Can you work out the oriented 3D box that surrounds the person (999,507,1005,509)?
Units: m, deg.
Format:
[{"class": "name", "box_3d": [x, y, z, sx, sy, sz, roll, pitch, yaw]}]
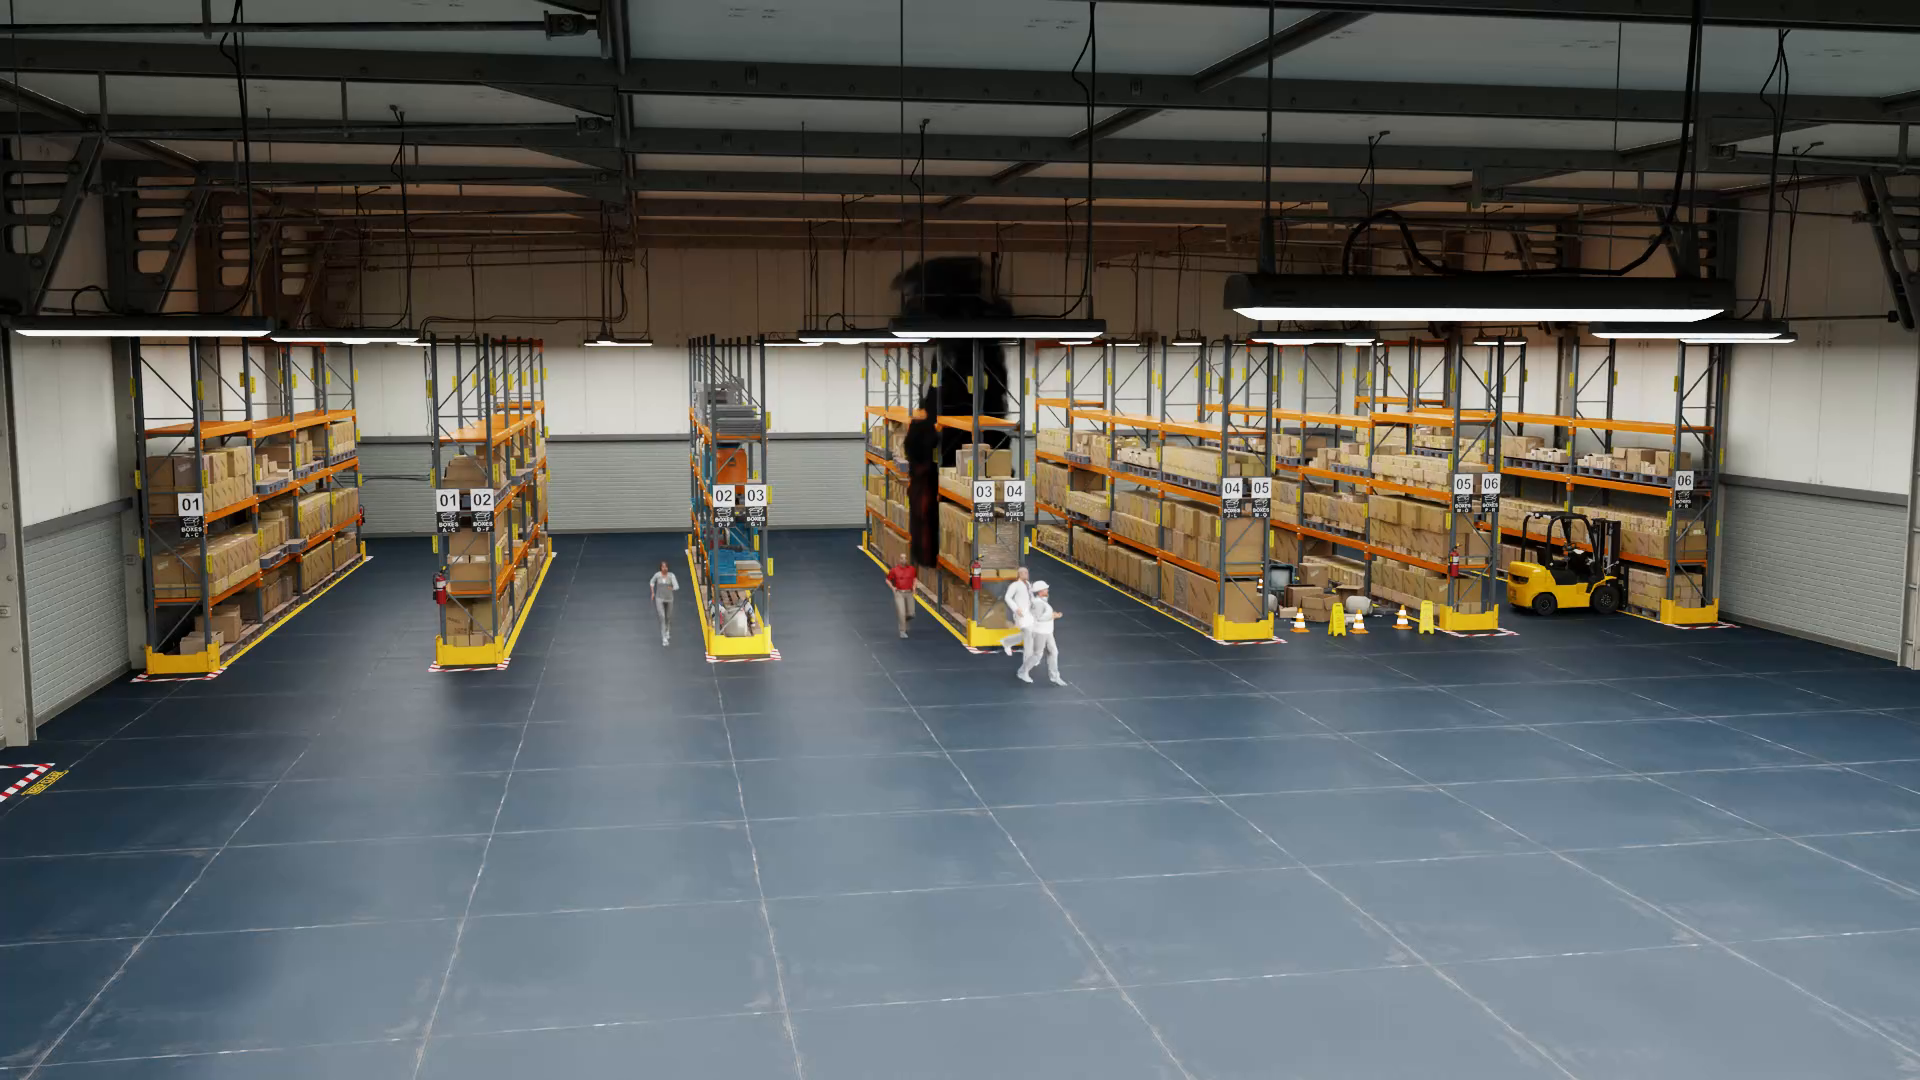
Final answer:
[{"class": "person", "box_3d": [1.081, -0.741, 48.688, 0.704, 1.772, 0.967, 5, 9, 40]}]

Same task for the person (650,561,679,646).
[{"class": "person", "box_3d": [-5.751, 1.205, 32.408, 0.520, 1.594, 0.855, -2, 7, -15]}]

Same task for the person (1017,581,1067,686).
[{"class": "person", "box_3d": [1.393, 1.573, 28.284, 0.827, 1.773, 0.647, 2, 7, 15]}]

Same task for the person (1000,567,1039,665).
[{"class": "person", "box_3d": [1.097, 1.375, 30.520, 0.885, 1.767, 0.738, 4, 8, 30]}]

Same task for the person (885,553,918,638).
[{"class": "person", "box_3d": [-1.144, 1.094, 33.160, 0.664, 1.674, 0.654, -2, 7, -17]}]
